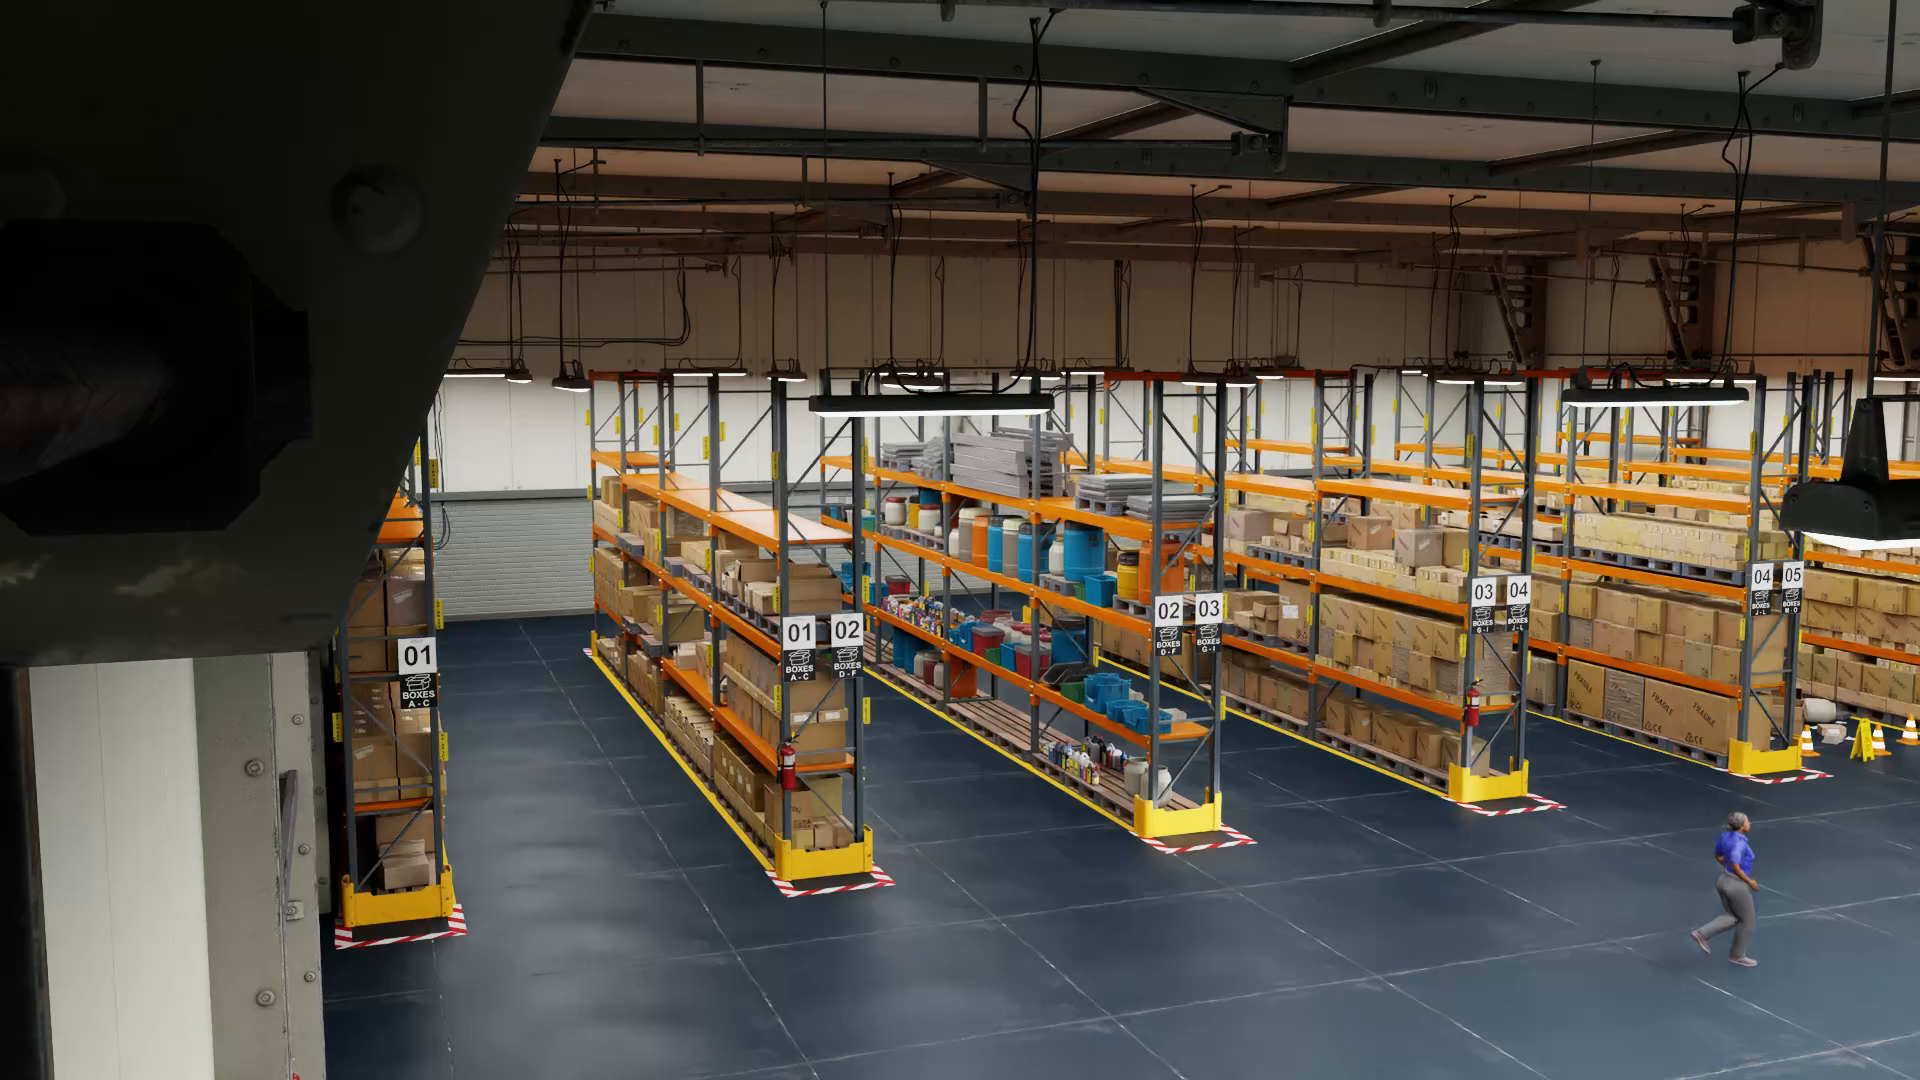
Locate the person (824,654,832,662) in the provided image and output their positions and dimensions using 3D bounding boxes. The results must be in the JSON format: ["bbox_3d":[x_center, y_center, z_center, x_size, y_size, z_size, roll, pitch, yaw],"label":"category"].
[{"bbox_3d":[-2.259,1.889,29.383,0.649,1.768,0.686,-5,8,-36],"label":"person"}]

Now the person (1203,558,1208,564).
[{"bbox_3d":[5.607,1.250,38.354,0.619,1.686,0.794,-2,7,-19],"label":"person"}]

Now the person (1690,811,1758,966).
[{"bbox_3d":[7.989,3.658,17.225,0.621,1.551,0.587,0,6,2],"label":"person"}]
